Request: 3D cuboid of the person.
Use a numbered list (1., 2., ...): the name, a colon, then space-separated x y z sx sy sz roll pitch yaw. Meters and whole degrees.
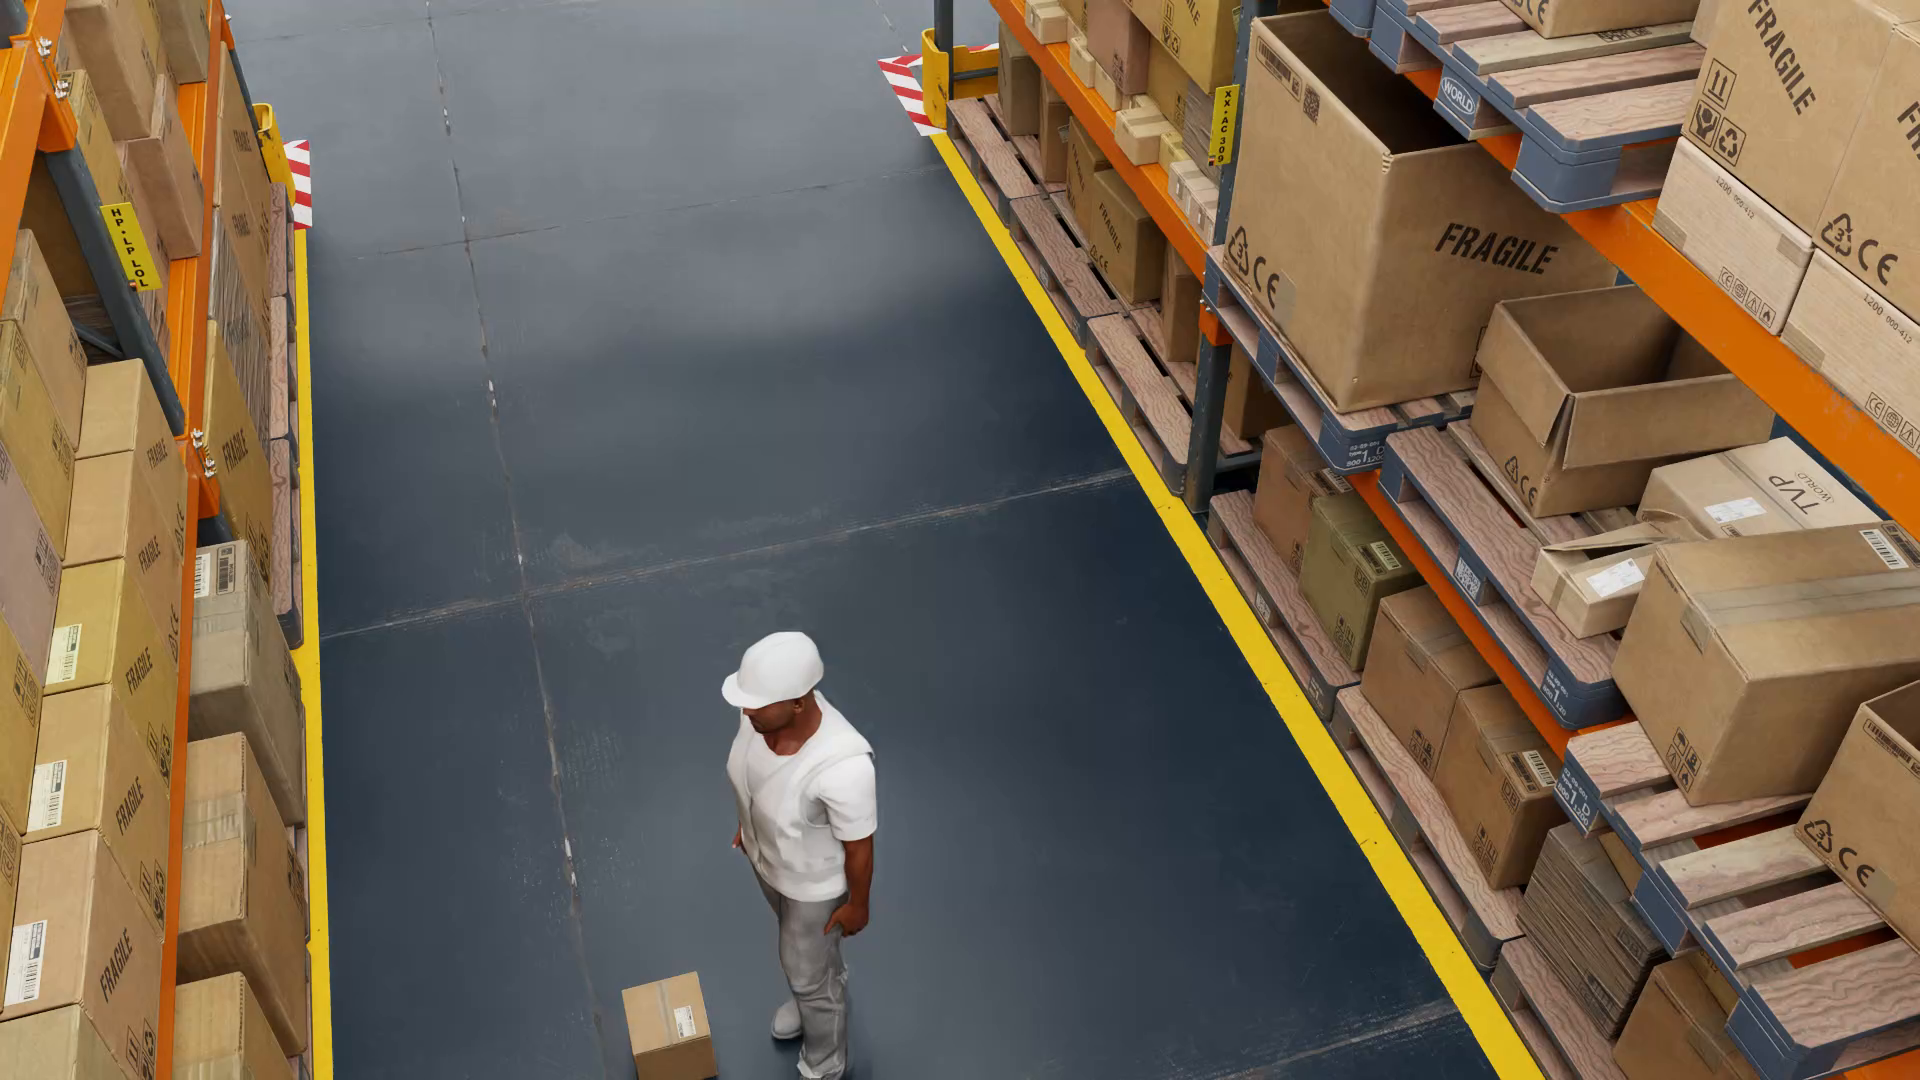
1. person: -0.535 1.004 5.035 0.508 1.798 0.607 -27 49 -27
